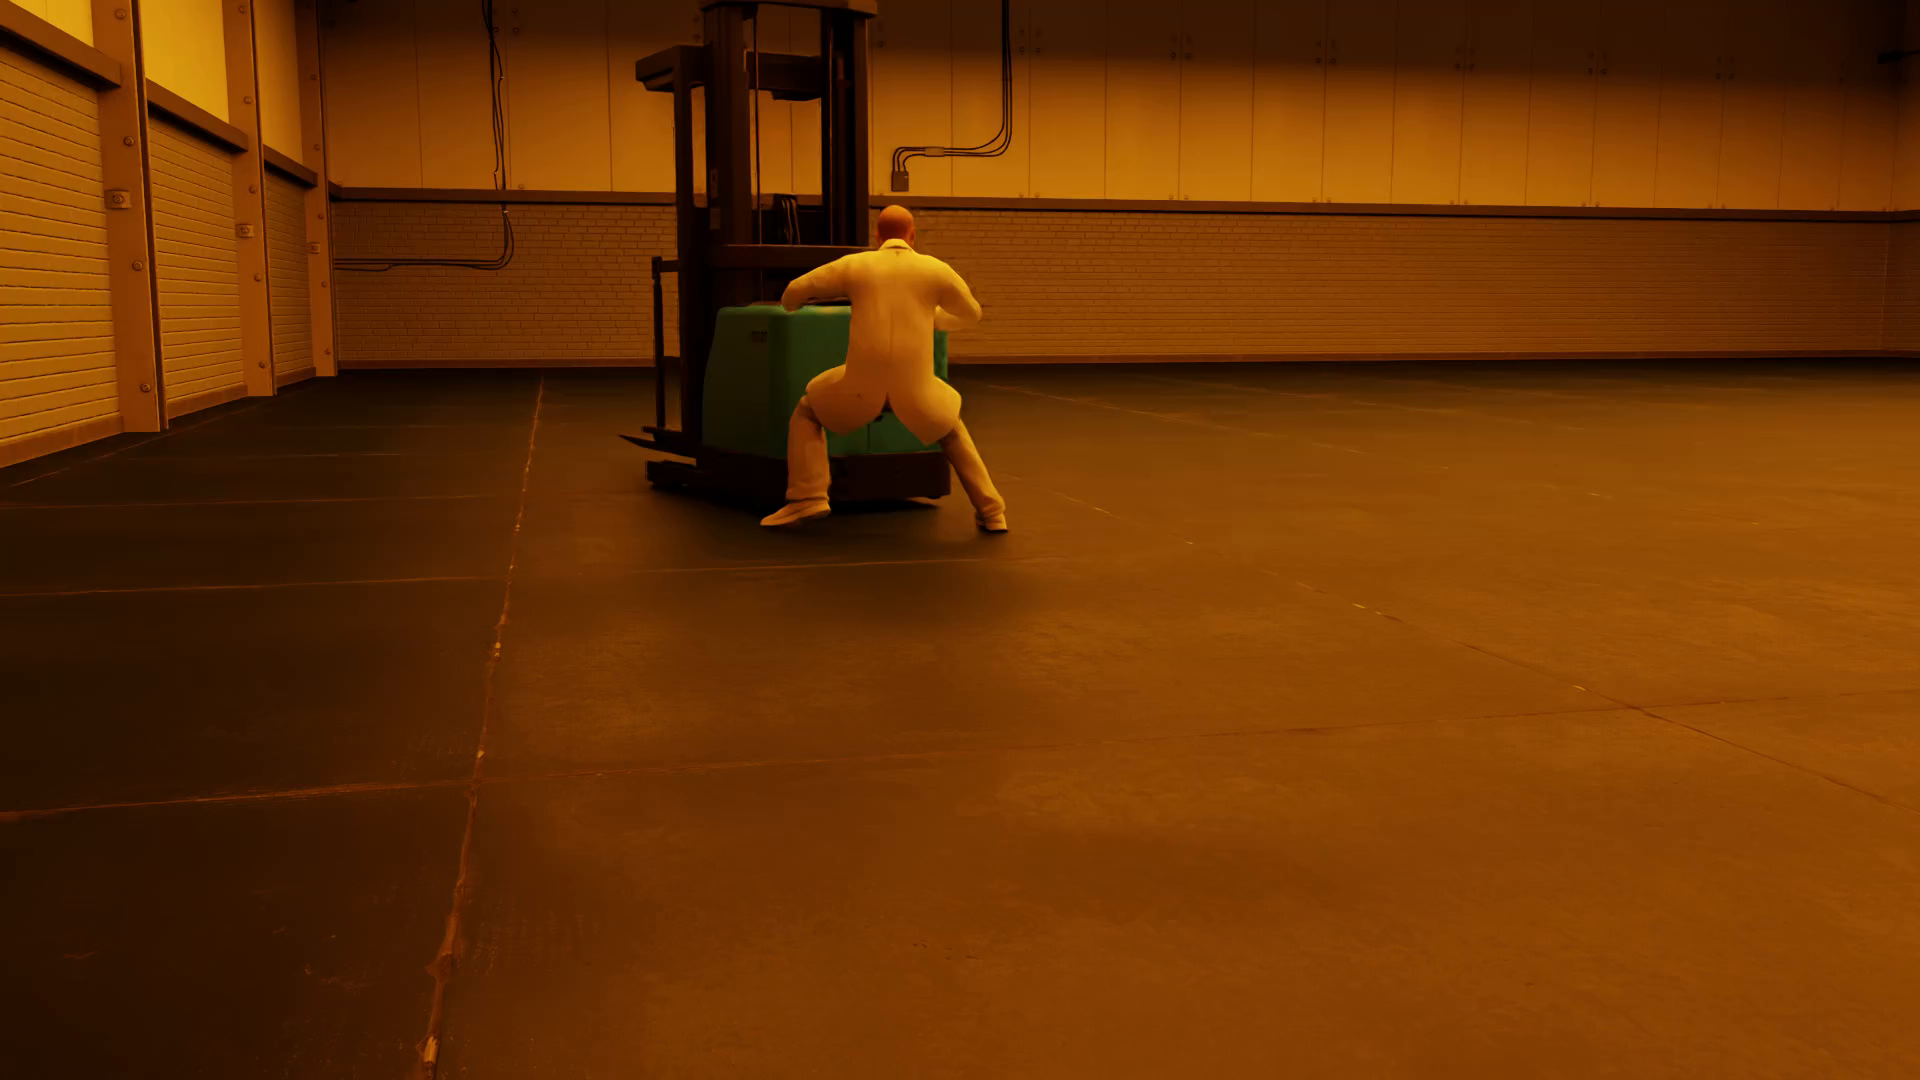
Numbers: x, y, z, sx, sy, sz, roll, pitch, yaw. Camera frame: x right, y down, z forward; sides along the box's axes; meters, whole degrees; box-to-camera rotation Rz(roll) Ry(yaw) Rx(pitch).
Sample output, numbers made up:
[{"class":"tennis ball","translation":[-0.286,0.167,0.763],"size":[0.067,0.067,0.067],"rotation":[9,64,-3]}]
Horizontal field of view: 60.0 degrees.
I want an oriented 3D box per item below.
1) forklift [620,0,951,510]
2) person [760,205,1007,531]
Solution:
[{"class":"forklift","translation":[-1.219,-1.769,9.771],"size":[1.130,2.935,3.031],"rotation":[-5,9,-29]},{"class":"person","translation":[-0.363,-0.802,7.895],"size":[1.178,1.534,0.740],"rotation":[0,8,-1]}]
